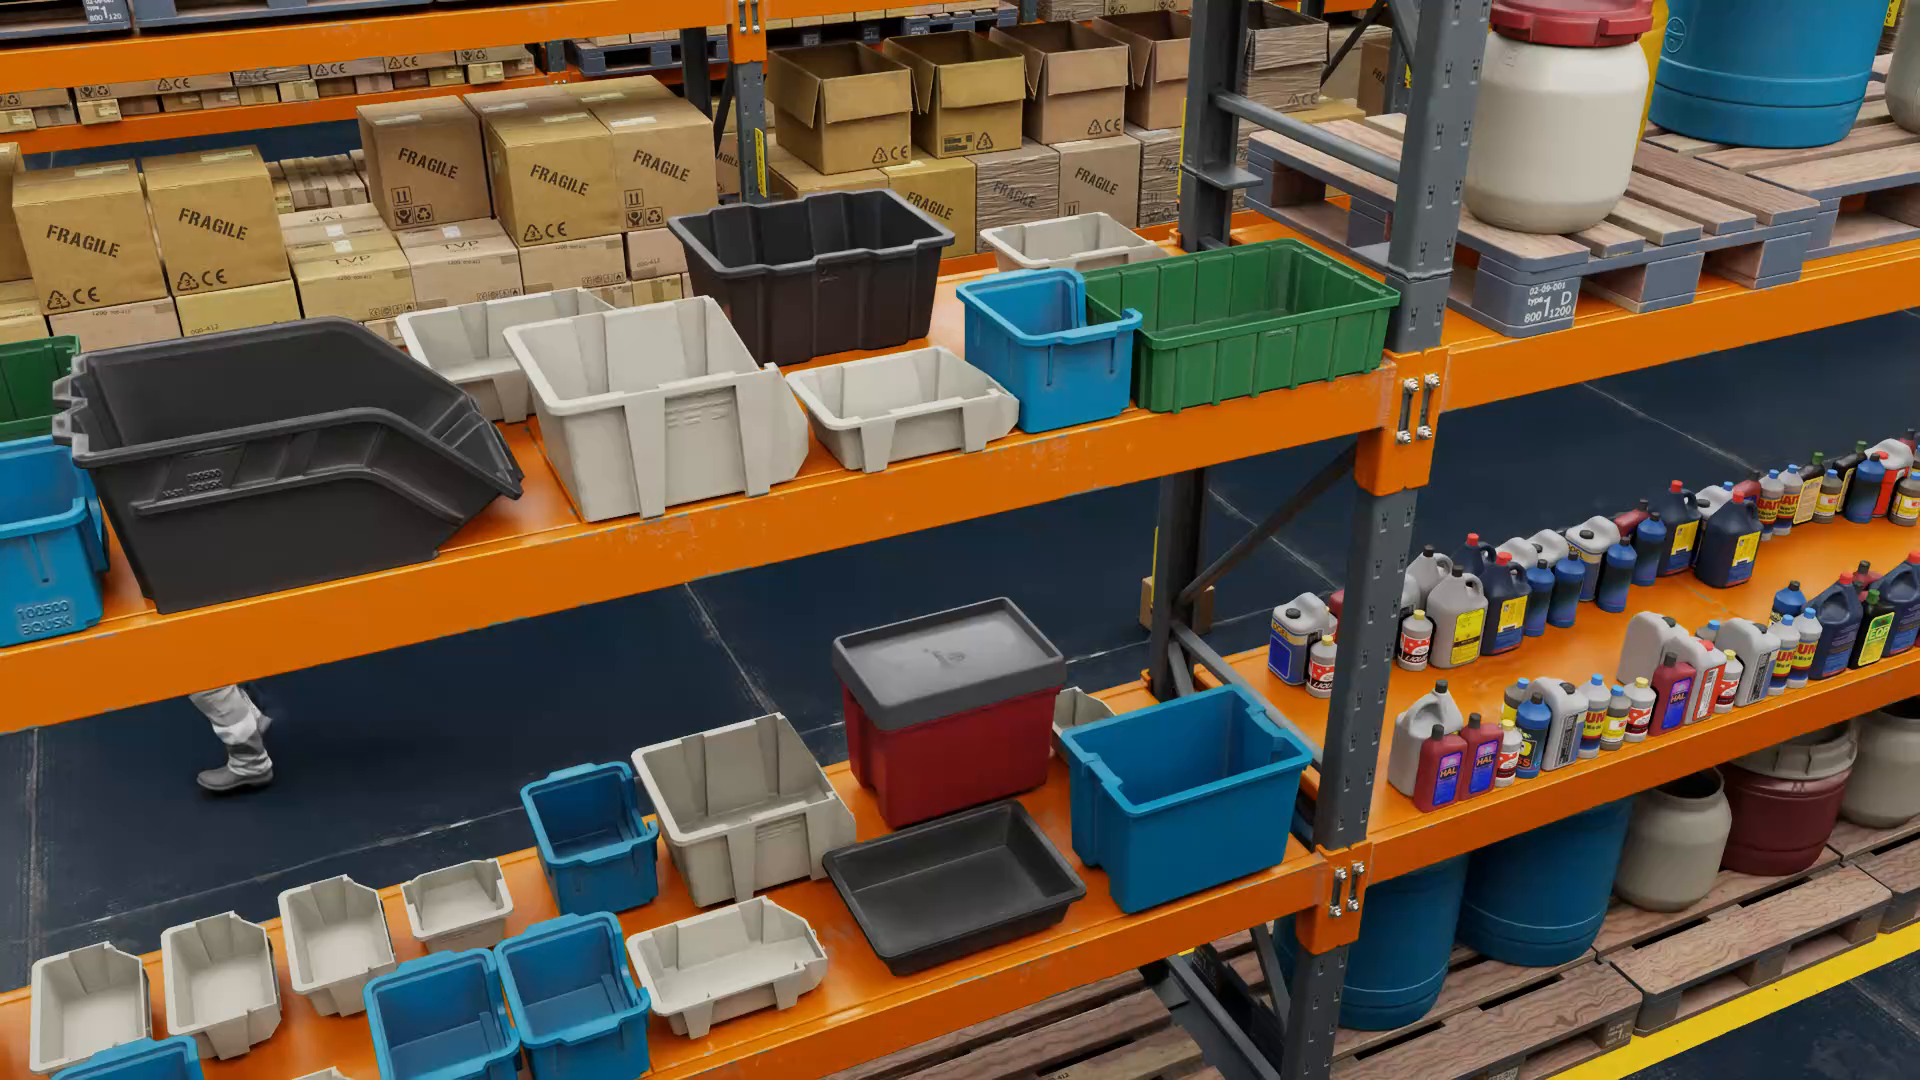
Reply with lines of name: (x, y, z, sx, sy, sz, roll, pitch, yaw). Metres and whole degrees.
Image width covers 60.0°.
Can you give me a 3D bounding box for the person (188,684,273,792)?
person: (-3.110, 0.231, 6.640, 0.467, 1.788, 0.578, -6, 30, -11)
